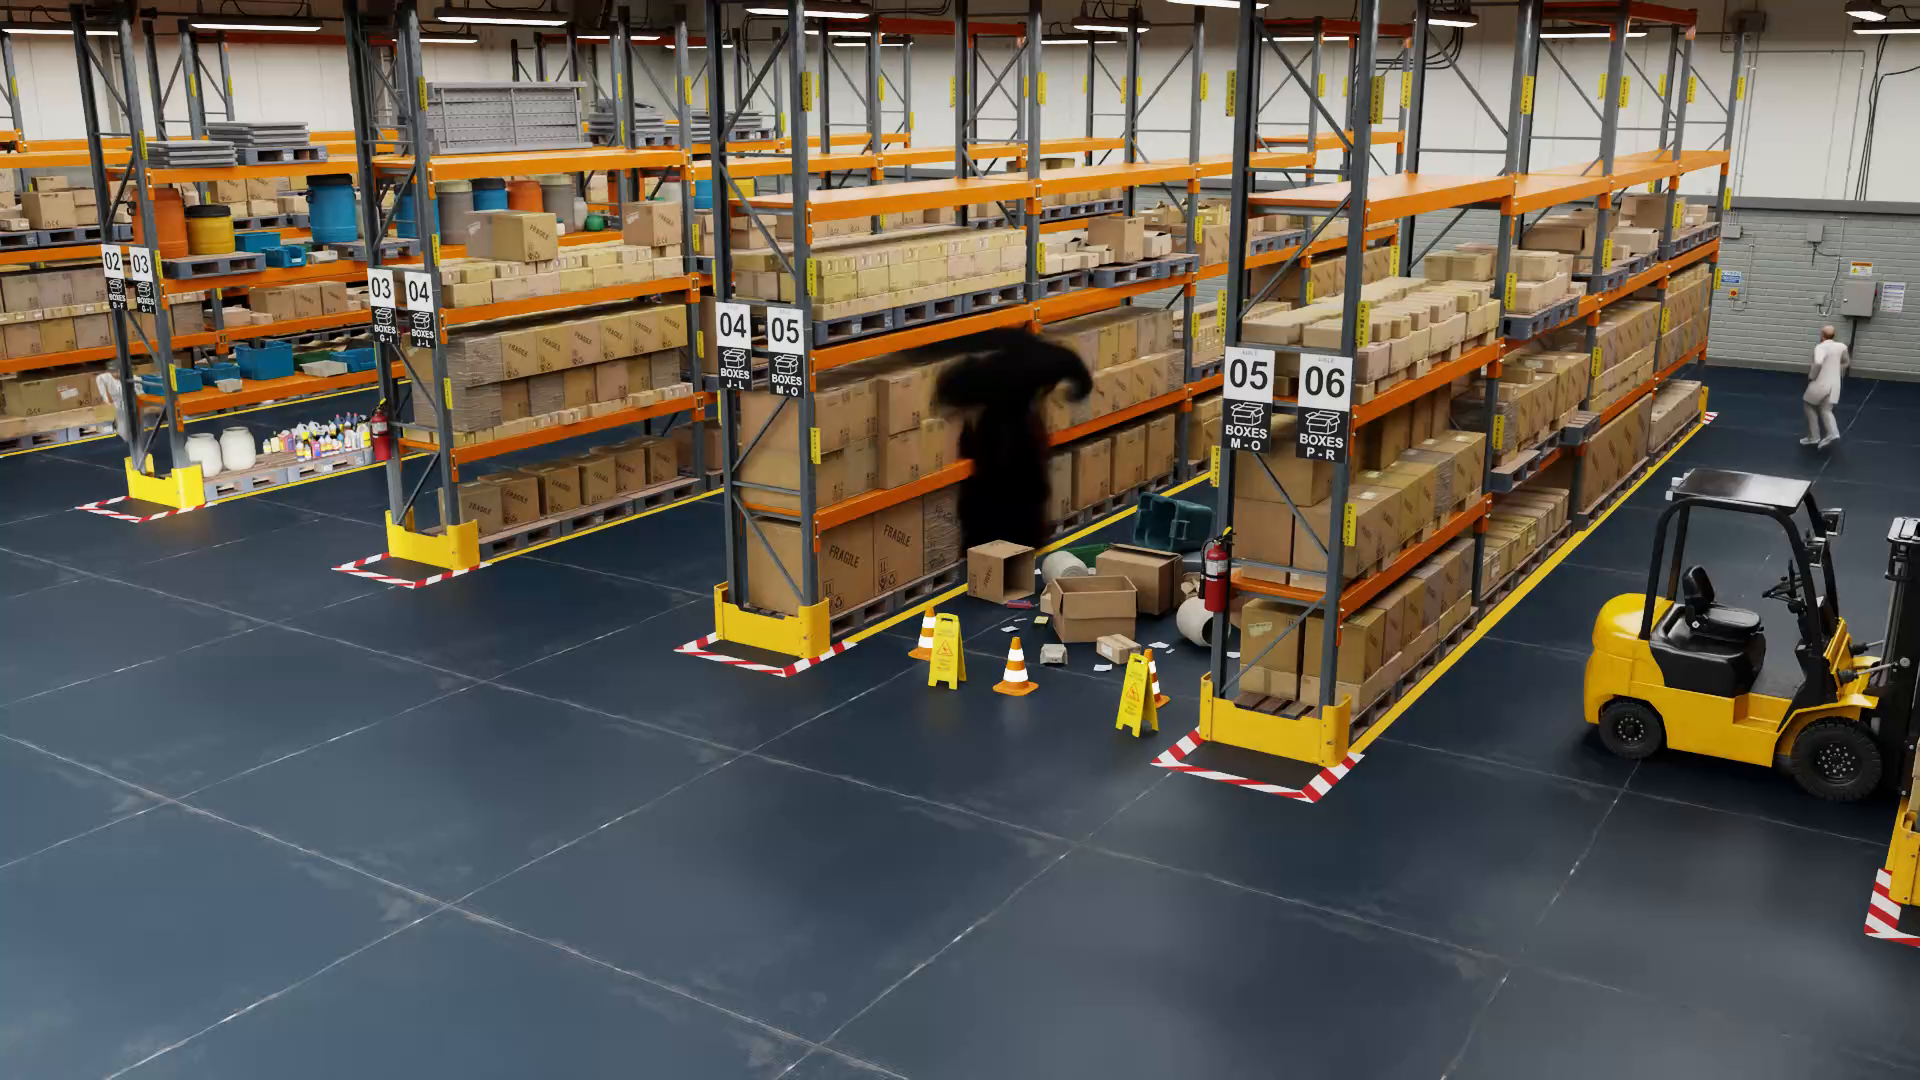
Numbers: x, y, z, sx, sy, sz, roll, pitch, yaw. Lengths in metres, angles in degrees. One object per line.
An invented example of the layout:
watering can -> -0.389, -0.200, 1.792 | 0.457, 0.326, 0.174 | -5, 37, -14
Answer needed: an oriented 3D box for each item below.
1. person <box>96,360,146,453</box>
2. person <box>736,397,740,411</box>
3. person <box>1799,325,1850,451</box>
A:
person -> -11.443, -1.759, 22.759 | 0.653, 1.495, 0.812 | -2, 16, -7
person -> -3.365, -2.339, 24.866 | 0.586, 1.489, 0.809 | 5, 16, 16
person -> 12.396, -2.154, 23.701 | 0.682, 1.762, 0.940 | -1, 16, -4
